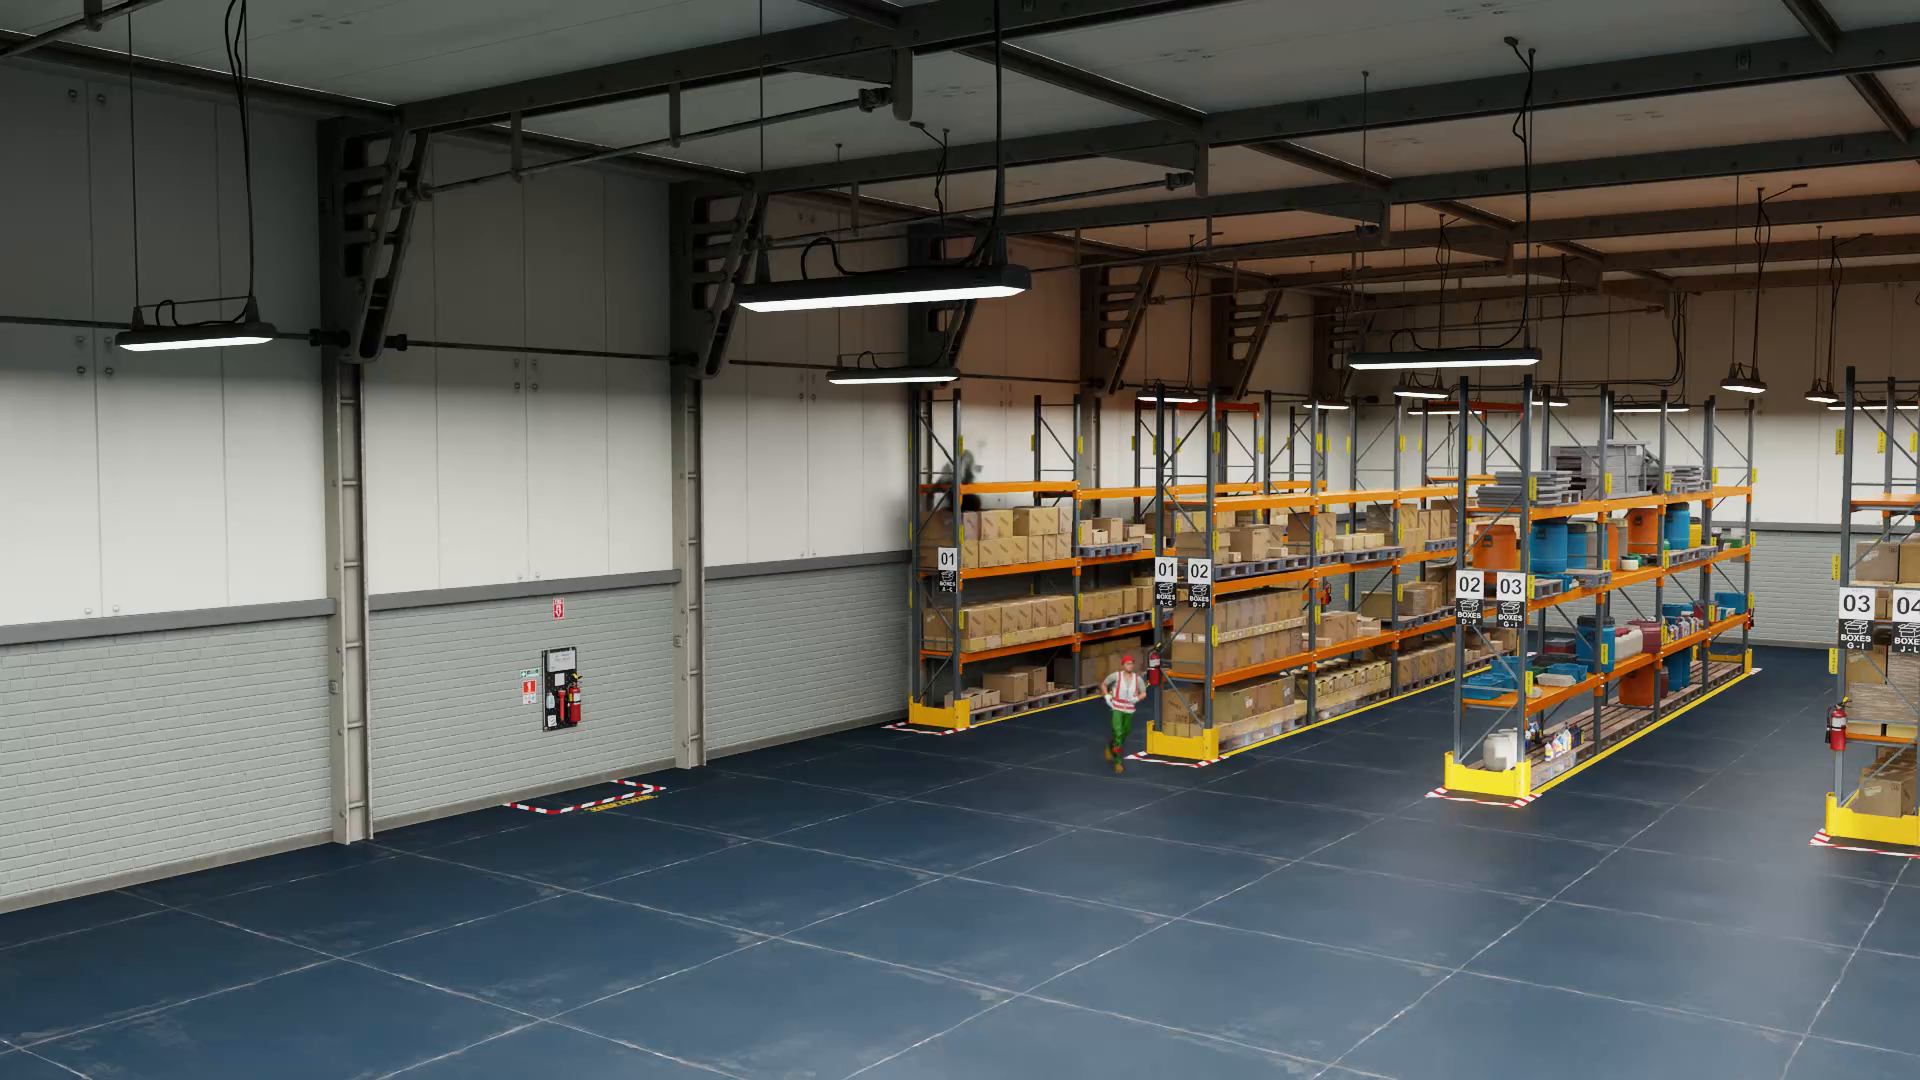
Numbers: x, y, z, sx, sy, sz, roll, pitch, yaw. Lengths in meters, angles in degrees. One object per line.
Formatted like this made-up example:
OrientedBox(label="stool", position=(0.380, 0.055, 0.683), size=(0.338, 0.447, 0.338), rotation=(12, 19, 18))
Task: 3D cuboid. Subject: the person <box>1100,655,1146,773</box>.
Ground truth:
OrientedBox(label="person", position=(2.547, 2.665, 25.821), size=(0.697, 1.773, 0.894), rotation=(-1, 3, -10))
